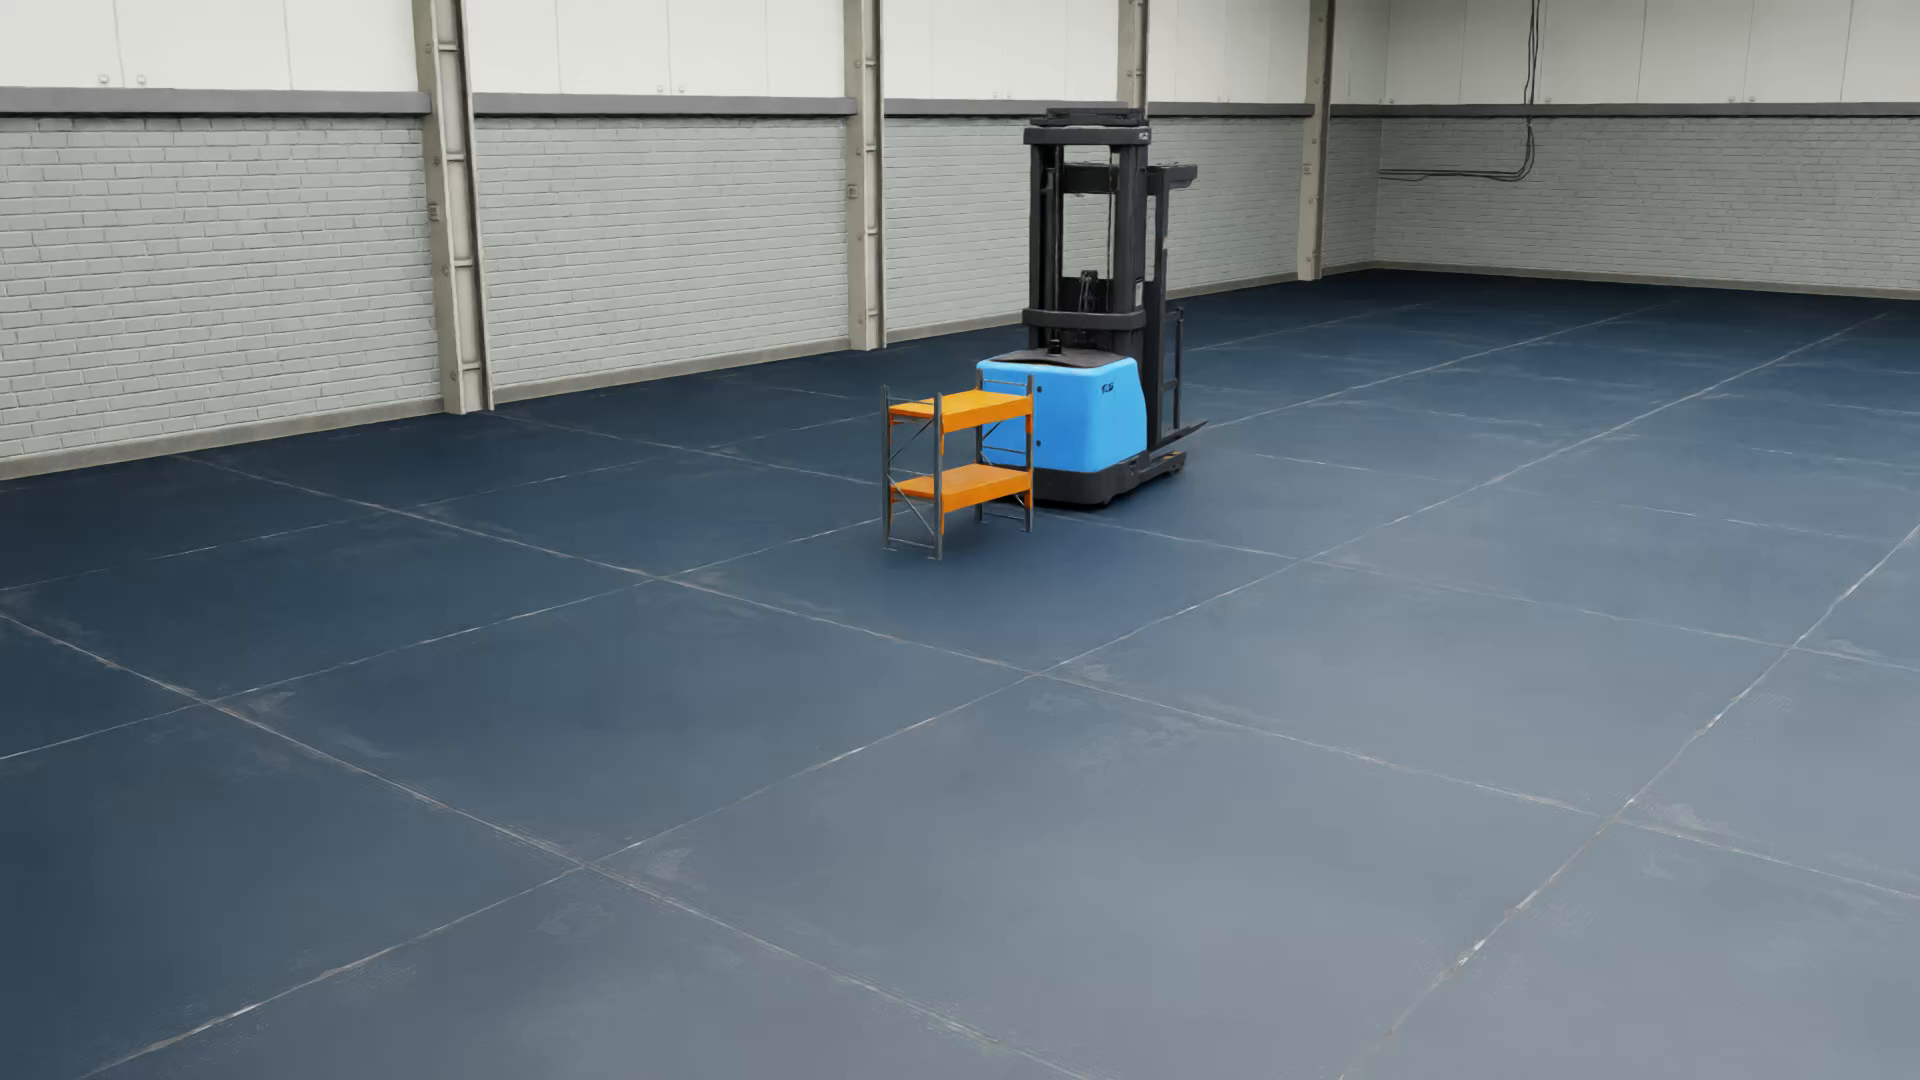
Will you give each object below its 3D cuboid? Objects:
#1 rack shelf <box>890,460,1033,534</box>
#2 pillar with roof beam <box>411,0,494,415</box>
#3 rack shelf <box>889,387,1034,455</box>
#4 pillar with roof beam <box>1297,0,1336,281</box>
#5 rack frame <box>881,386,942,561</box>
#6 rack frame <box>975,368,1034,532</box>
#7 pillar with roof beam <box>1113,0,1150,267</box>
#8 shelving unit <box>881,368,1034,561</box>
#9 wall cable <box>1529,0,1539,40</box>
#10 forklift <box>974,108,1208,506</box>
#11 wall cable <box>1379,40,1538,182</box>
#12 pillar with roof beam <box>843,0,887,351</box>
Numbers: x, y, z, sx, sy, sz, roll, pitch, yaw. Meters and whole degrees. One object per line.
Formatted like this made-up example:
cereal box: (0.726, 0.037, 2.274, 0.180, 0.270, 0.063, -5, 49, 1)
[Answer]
rack shelf: (-0.004, -0.307, 11.540, 0.538, 0.278, 1.000, 11, 18, 38)
pillar with roof beam: (-1.603, -5.000, 13.029, 9.100, 9.000, 0.400, 11, 18, 38)
rack shelf: (-0.004, -0.828, 11.407, 0.538, 0.278, 1.000, 11, 18, 38)
pillar with roof beam: (9.710, -8.447, 26.598, 9.100, 9.000, 0.400, 11, 18, 38)
rack frame: (-0.324, -0.447, 11.096, 0.500, 1.125, 0.032, 11, 18, 38)
rack frame: (0.315, -0.641, 11.863, 0.500, 1.125, 0.032, 11, 18, 38)
pillar with roof beam: (5.939, -7.298, 22.075, 9.100, 9.000, 0.400, 11, 18, 38)
shelving unit: (-0.004, -0.544, 11.479, 0.538, 1.125, 1.048, 11, 18, 38)
wall cable: (11.346, -9.997, 28.749, 3.097, 2.526, 0.112, 11, 18, 38)
forklift: (1.237, -1.997, 13.530, 1.130, 2.935, 3.031, 7, 16, 27)
wall cable: (9.242, -7.968, 31.018, 3.097, 2.526, 0.112, 11, 18, 38)
pillar with roof beam: (2.168, -6.149, 17.552, 9.100, 9.000, 0.400, 11, 18, 38)
